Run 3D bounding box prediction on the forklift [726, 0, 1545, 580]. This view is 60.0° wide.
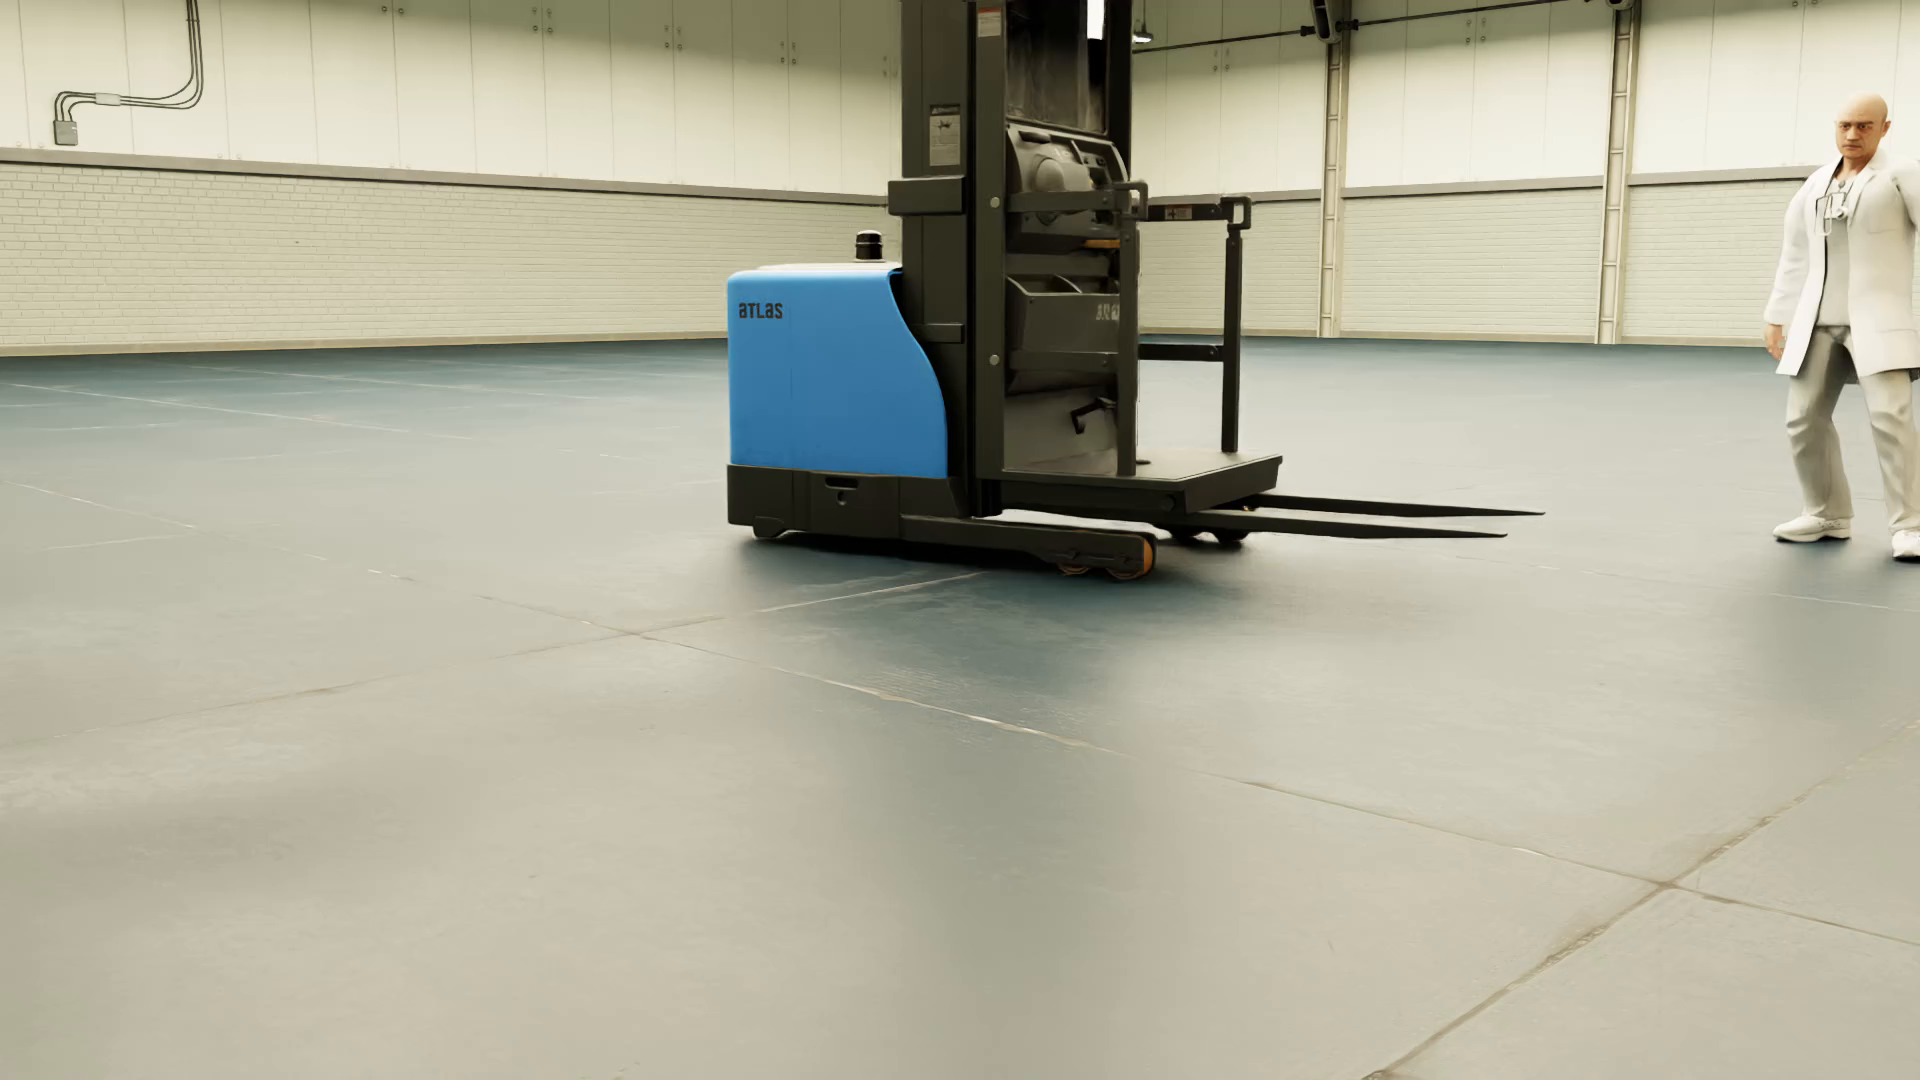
[{"bbox_3d":[0.595,-1.399,6.167,3.031,2.935,1.130,5,10,30],"label":"forklift"}]

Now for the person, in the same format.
[{"bbox_3d":[3.487,-0.848,6.484,0.431,1.751,0.852,-5,10,-31],"label":"person"}]
